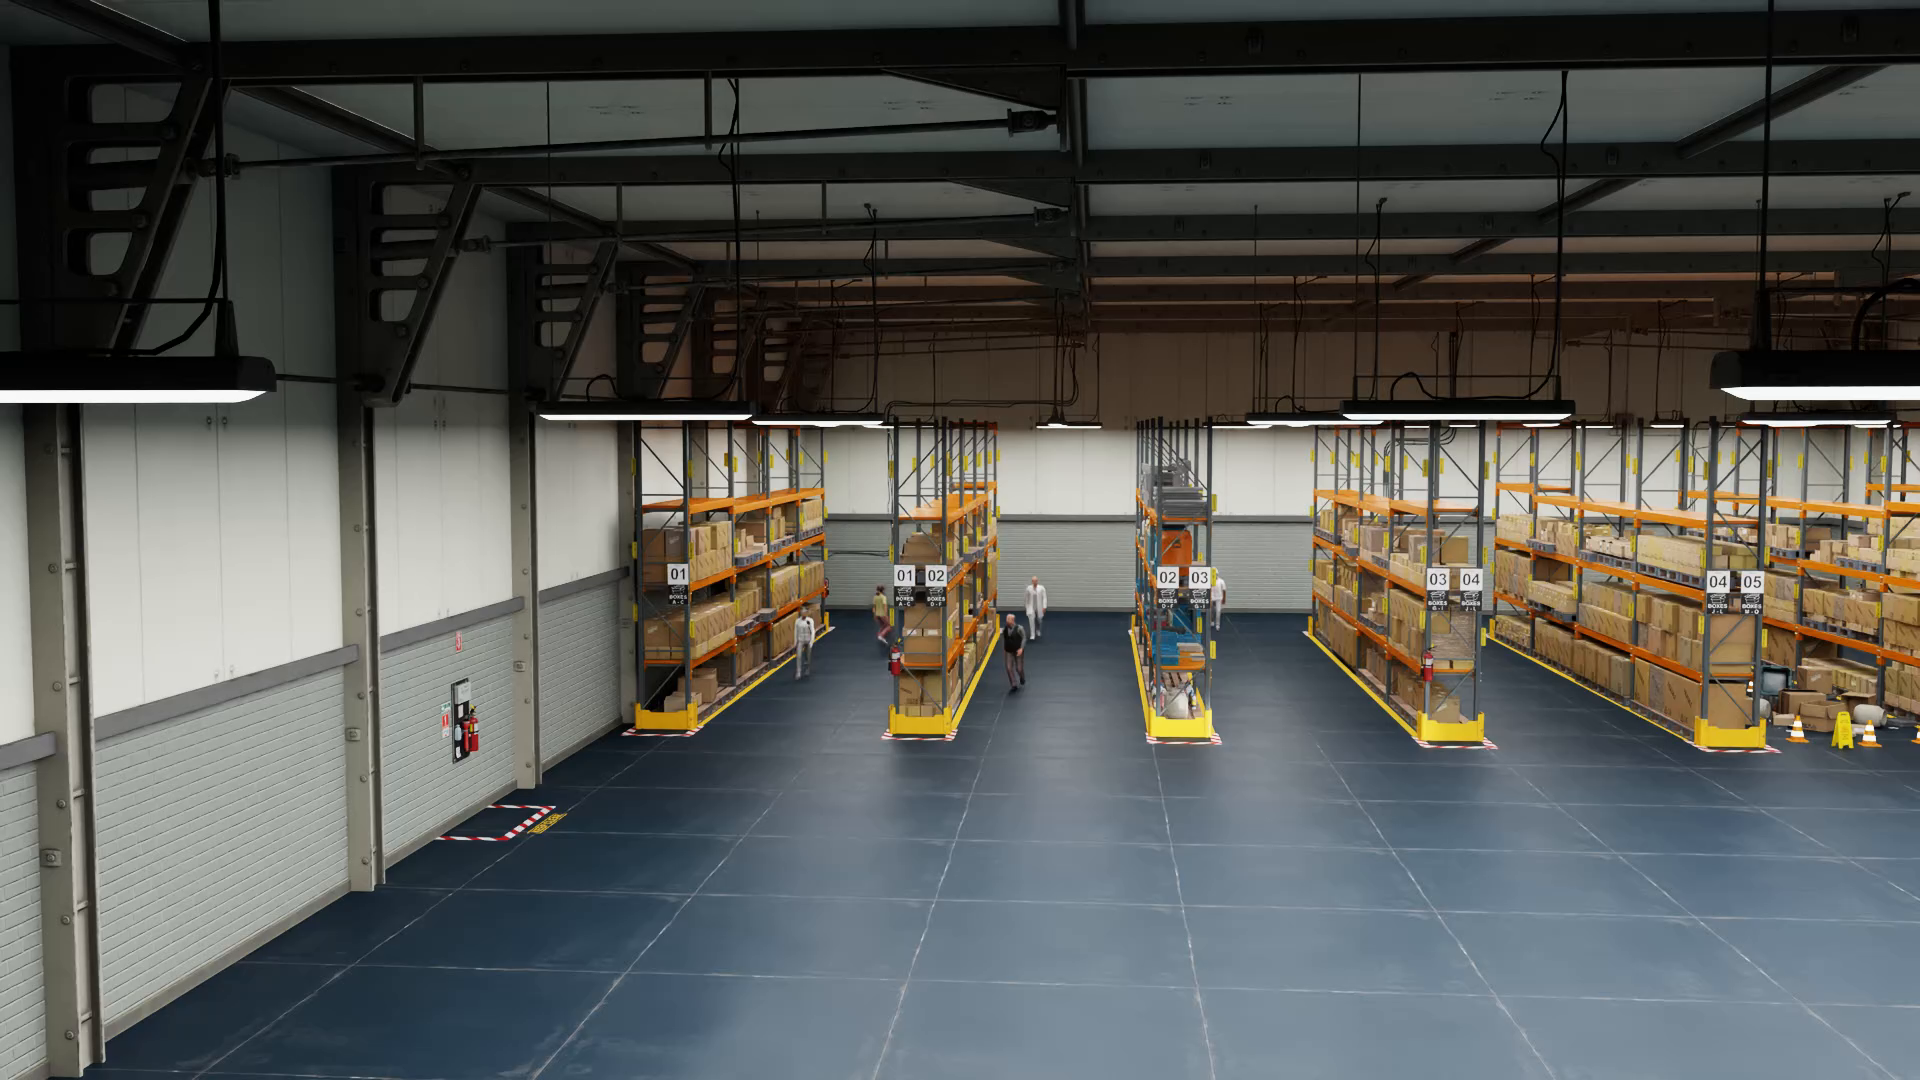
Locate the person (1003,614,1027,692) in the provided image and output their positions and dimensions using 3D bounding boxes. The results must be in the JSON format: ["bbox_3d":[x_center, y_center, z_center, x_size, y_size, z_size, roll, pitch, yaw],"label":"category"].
[{"bbox_3d":[1.205,2.485,36.823,0.596,1.689,0.630,1,4,20],"label":"person"}]

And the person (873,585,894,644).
[{"bbox_3d":[-2.036,1.931,43.521,0.490,1.518,0.624,3,5,36],"label":"person"}]

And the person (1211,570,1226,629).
[{"bbox_3d":[7.373,1.708,48.128,0.653,1.704,1.077,0,4,8],"label":"person"}]

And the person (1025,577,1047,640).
[{"bbox_3d":[2.095,1.860,45.822,0.581,1.728,1.080,0,4,1],"label":"person"}]

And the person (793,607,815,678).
[{"bbox_3d":[-3.619,2.350,38.686,0.497,1.610,0.937,-1,4,-8],"label":"person"}]
